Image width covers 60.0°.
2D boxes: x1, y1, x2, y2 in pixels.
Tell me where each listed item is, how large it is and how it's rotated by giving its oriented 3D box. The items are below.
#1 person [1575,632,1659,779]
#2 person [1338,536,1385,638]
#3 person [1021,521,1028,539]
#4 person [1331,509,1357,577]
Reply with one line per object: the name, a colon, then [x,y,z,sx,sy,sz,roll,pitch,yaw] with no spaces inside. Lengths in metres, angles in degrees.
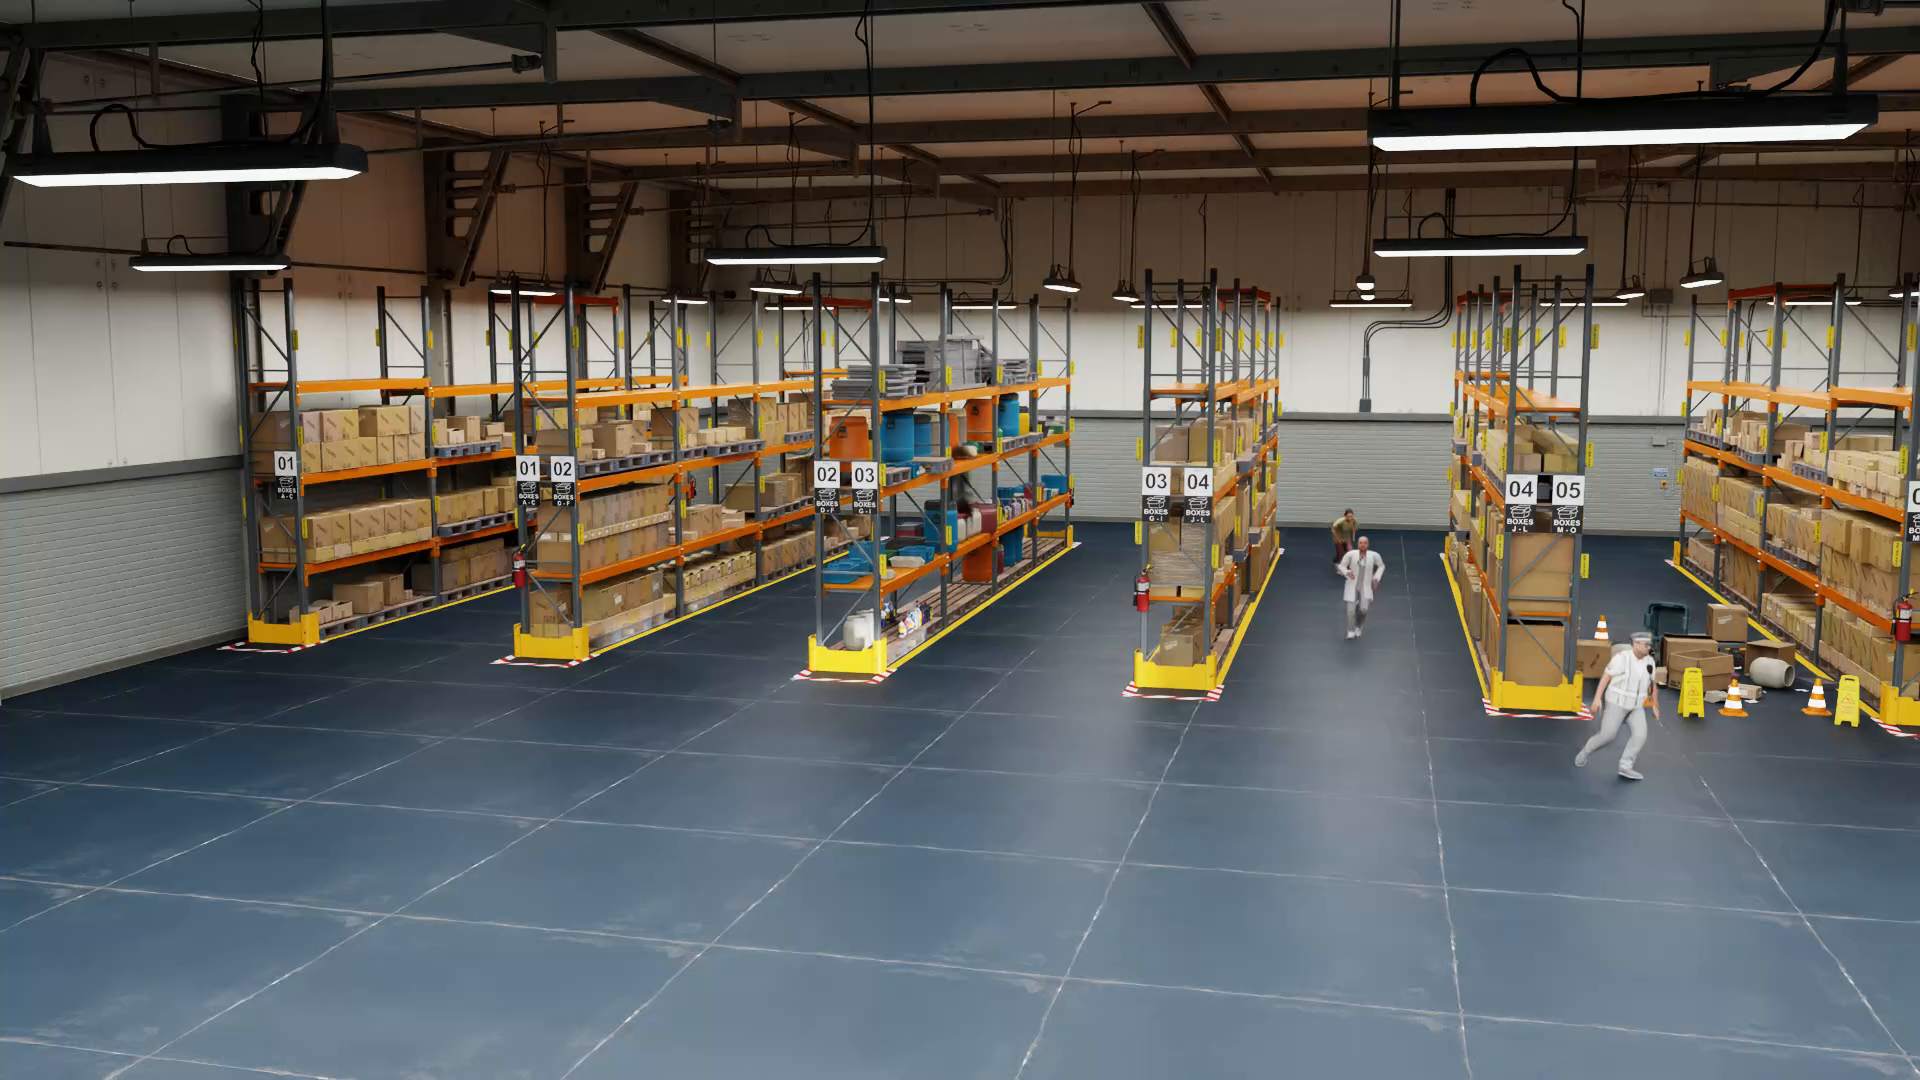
person: [7.603,1.859,19.206,0.739,1.699,0.750,-2,7,-18]
person: [6.727,0.803,27.872,0.765,1.727,0.637,1,7,11]
person: [1.780,-0.738,41.900,0.776,1.475,0.600,4,8,32]
person: [8.150,0.030,35.577,0.581,1.480,1.018,-1,7,-11]
